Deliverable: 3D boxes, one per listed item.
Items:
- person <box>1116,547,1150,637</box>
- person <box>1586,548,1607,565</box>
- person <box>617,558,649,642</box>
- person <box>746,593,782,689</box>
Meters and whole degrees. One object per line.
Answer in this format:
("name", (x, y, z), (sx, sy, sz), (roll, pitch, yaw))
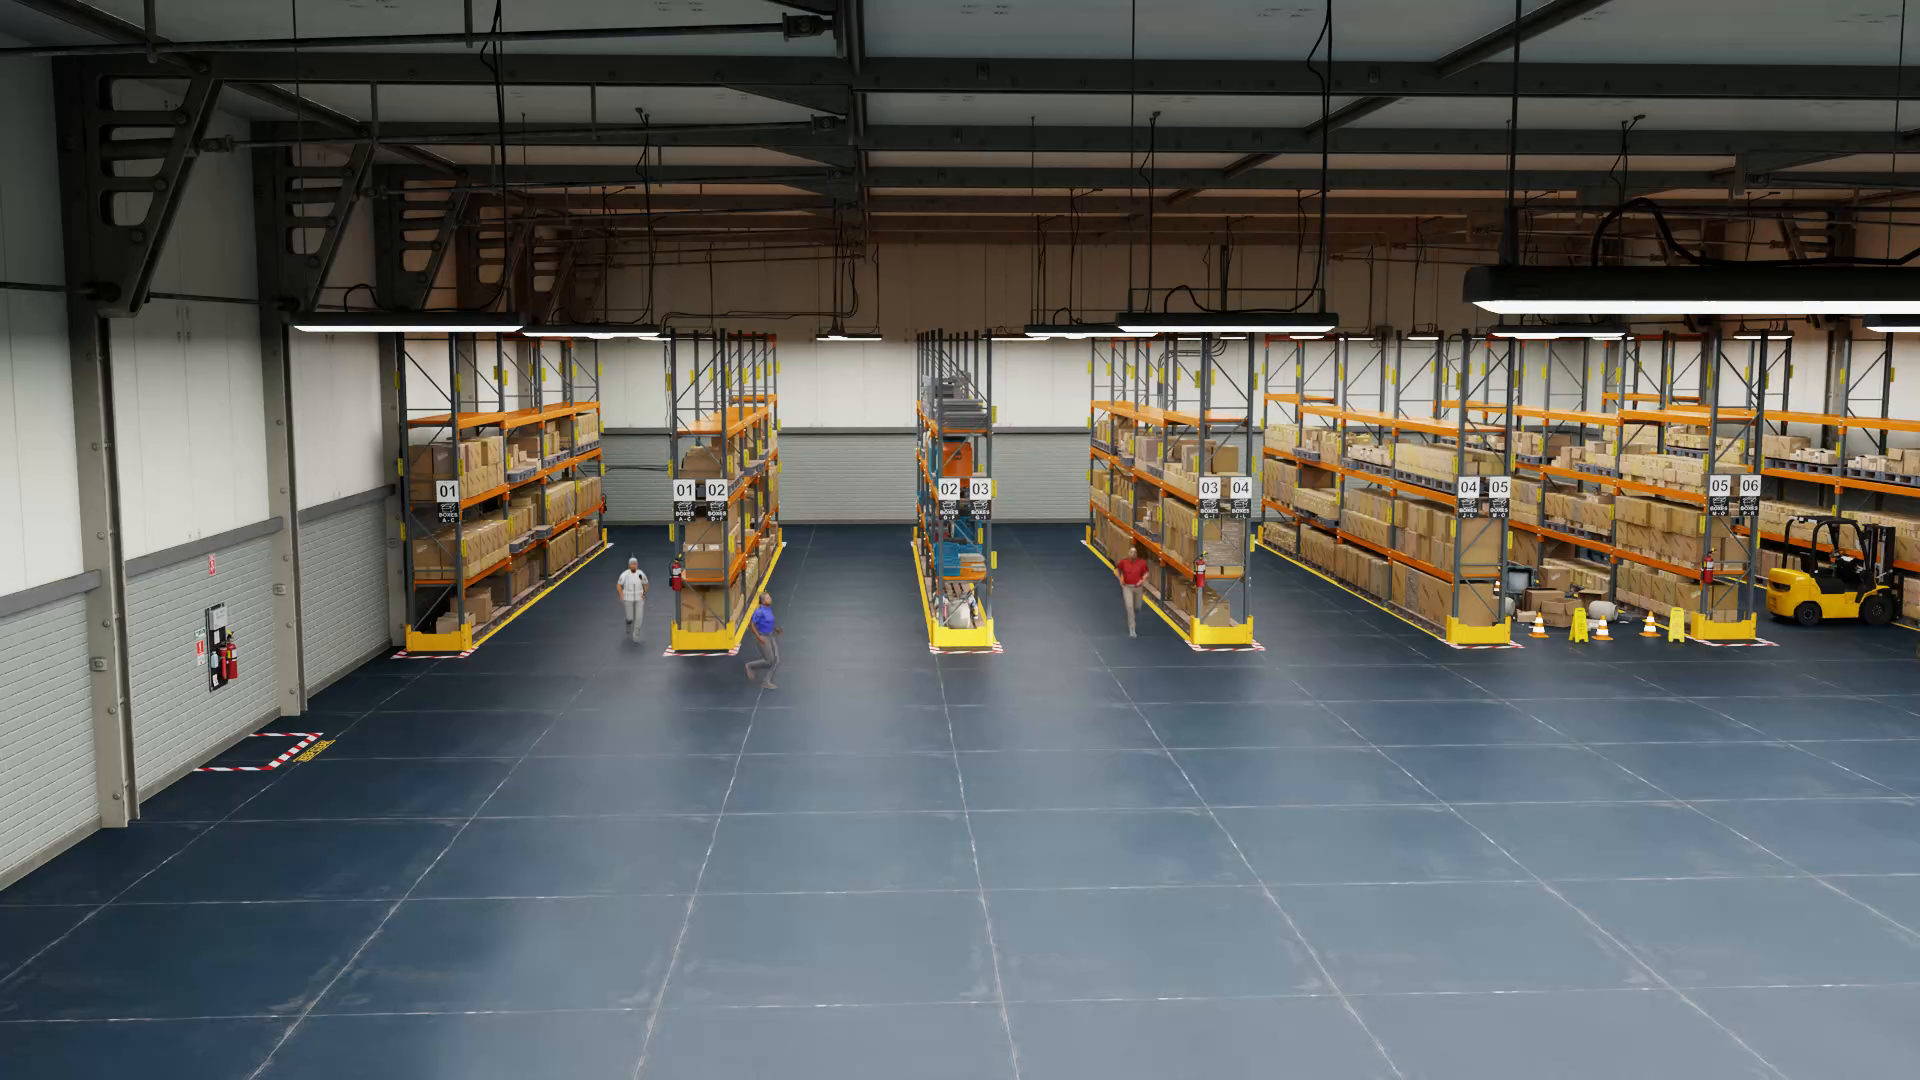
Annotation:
("person", (3.449, 1.001, 33.061), (0.631, 1.739, 1.138), (-1, 7, -7))
("person", (16.011, 0.011, 41.917), (0.536, 1.575, 0.705), (-2, 7, -13))
("person", (-6.304, 1.152, 32.094), (0.598, 1.626, 0.551), (-2, 7, -17))
("person", (-3.268, 1.679, 27.699), (0.559, 1.617, 0.614), (3, 7, 22))
